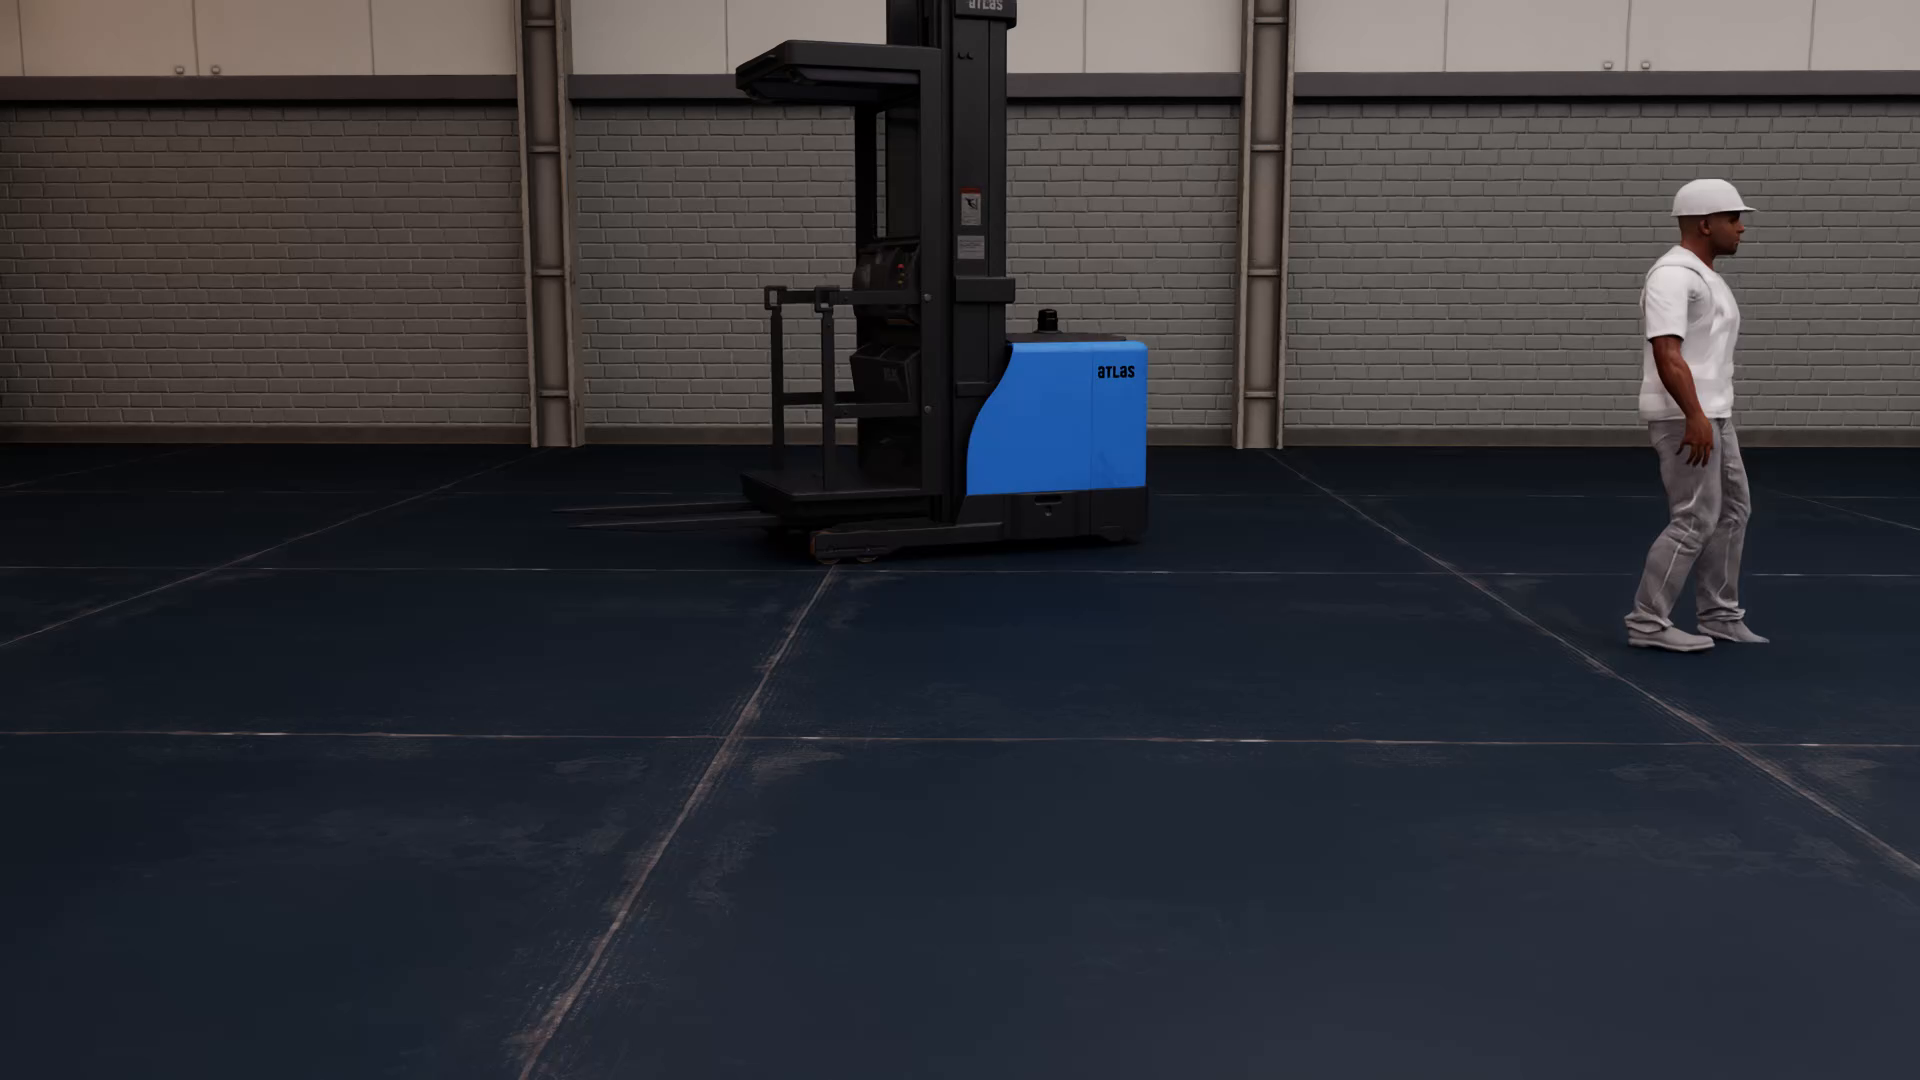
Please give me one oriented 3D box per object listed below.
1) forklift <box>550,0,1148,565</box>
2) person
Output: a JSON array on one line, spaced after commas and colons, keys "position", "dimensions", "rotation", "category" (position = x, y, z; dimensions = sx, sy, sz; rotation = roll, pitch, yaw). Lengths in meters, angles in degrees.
[{"position": [-0.569, -1.416, 8.568], "dimensions": [3.031, 2.935, 1.130], "rotation": [-3, 9, -20], "category": "forklift"}, {"position": [2.817, -0.436, 6.225], "dimensions": [0.522, 1.796, 0.661], "rotation": [5, 10, 30], "category": "person"}]
